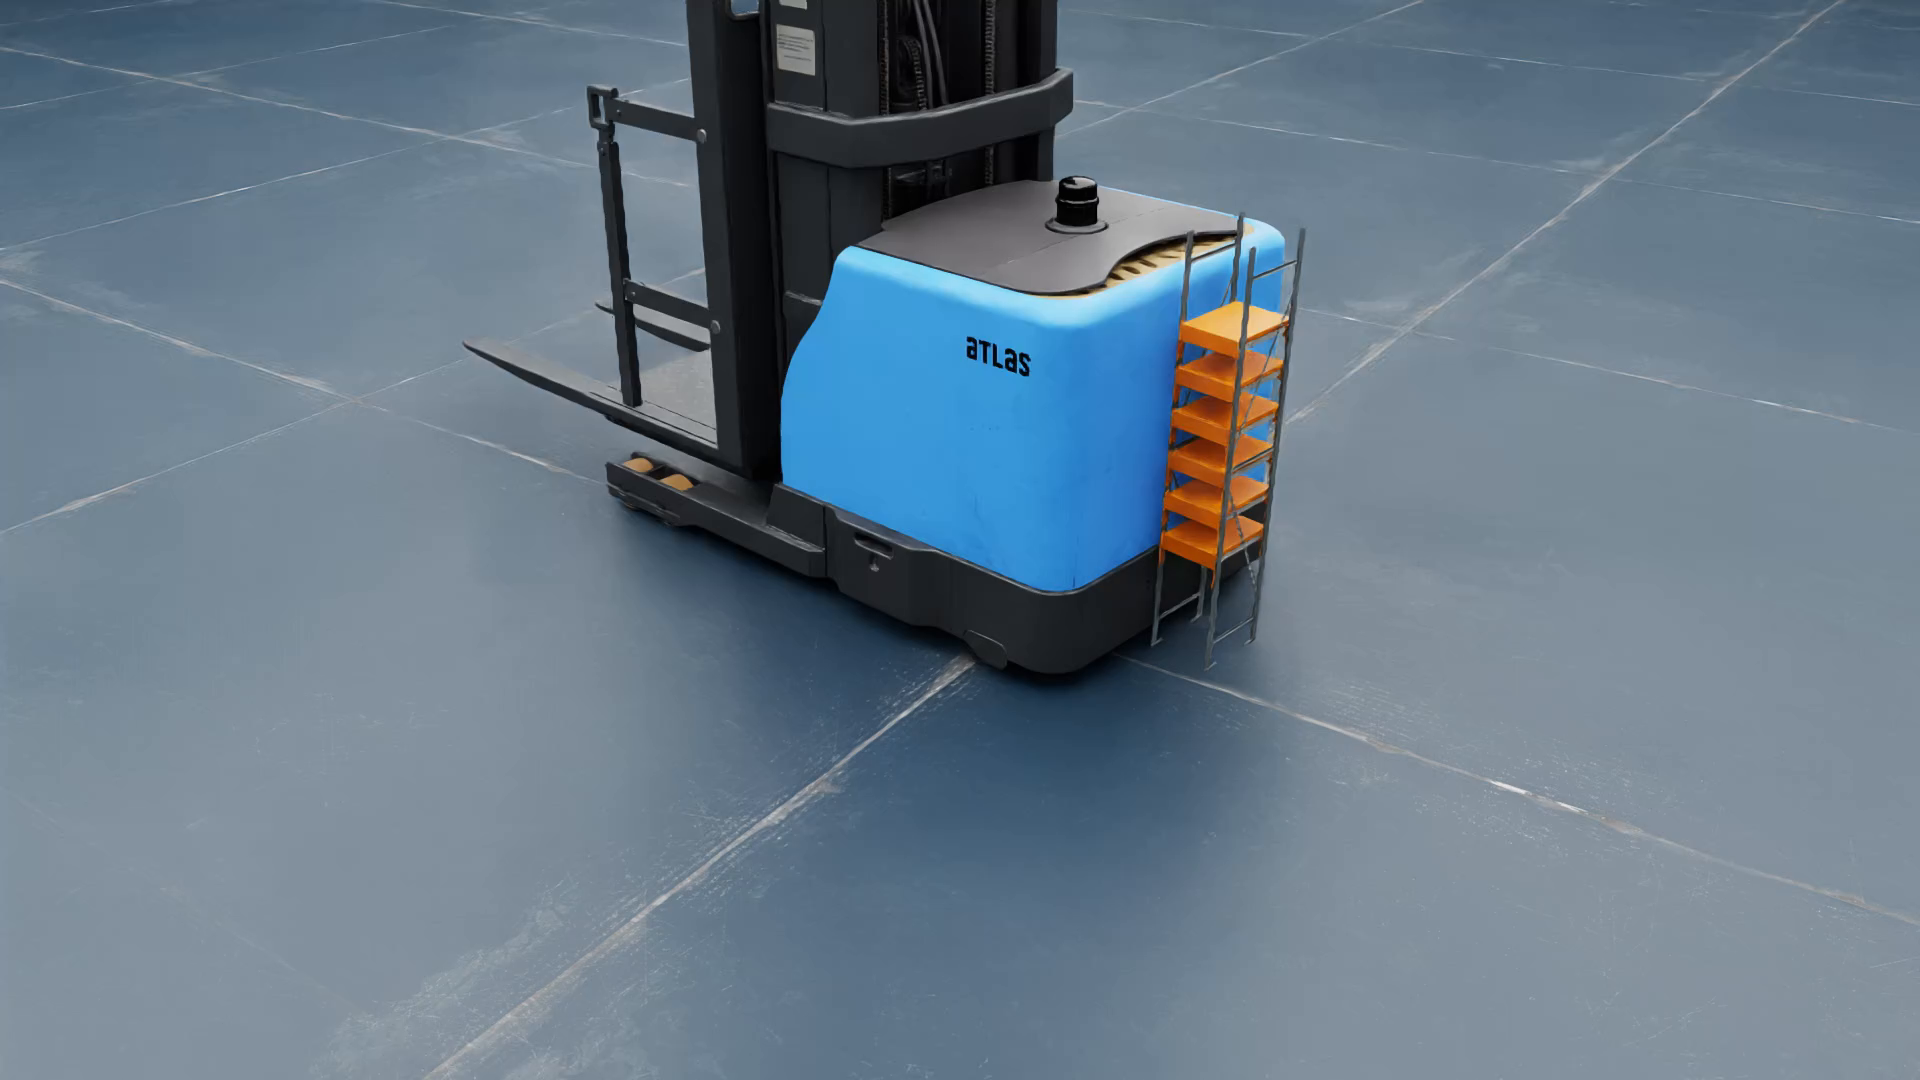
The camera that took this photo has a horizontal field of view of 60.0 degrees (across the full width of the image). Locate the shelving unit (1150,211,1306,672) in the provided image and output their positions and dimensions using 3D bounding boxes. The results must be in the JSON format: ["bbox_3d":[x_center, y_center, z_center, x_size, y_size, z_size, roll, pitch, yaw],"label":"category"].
[{"bbox_3d":[0.696,-0.240,4.392,0.189,1.200,0.258,25,36,36],"label":"shelving unit"}]

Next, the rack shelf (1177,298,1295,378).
[{"bbox_3d":[0.704,-0.518,4.243,0.180,0.103,0.258,25,36,36],"label":"rack shelf"}]

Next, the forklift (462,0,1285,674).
[{"bbox_3d":[-0.516,-1.504,4.973,3.031,2.935,1.130,22,34,37],"label":"forklift"}]

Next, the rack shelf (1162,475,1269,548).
[{"bbox_3d":[0.693,-0.095,4.469,0.180,0.103,0.258,25,36,36],"label":"rack shelf"}]

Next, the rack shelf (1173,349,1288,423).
[{"bbox_3d":[0.701,-0.412,4.299,0.180,0.103,0.258,25,36,36],"label":"rack shelf"}]

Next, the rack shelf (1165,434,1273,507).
[{"bbox_3d":[0.695,-0.200,4.413,0.180,0.103,0.258,25,36,36],"label":"rack shelf"}]

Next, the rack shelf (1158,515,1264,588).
[{"bbox_3d":[0.690,0.011,4.526,0.180,0.103,0.258,25,36,36],"label":"rack shelf"}]

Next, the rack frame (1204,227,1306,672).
[{"bbox_3d":[0.763,-0.209,4.337,0.006,1.200,0.240,25,36,36],"label":"rack frame"}]

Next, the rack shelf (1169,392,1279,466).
[{"bbox_3d":[0.698,-0.306,4.356,0.180,0.103,0.258,25,36,36],"label":"rack shelf"}]

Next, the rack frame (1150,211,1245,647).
[{"bbox_3d":[0.629,-0.270,4.446,0.006,1.200,0.240,25,36,36],"label":"rack frame"}]
